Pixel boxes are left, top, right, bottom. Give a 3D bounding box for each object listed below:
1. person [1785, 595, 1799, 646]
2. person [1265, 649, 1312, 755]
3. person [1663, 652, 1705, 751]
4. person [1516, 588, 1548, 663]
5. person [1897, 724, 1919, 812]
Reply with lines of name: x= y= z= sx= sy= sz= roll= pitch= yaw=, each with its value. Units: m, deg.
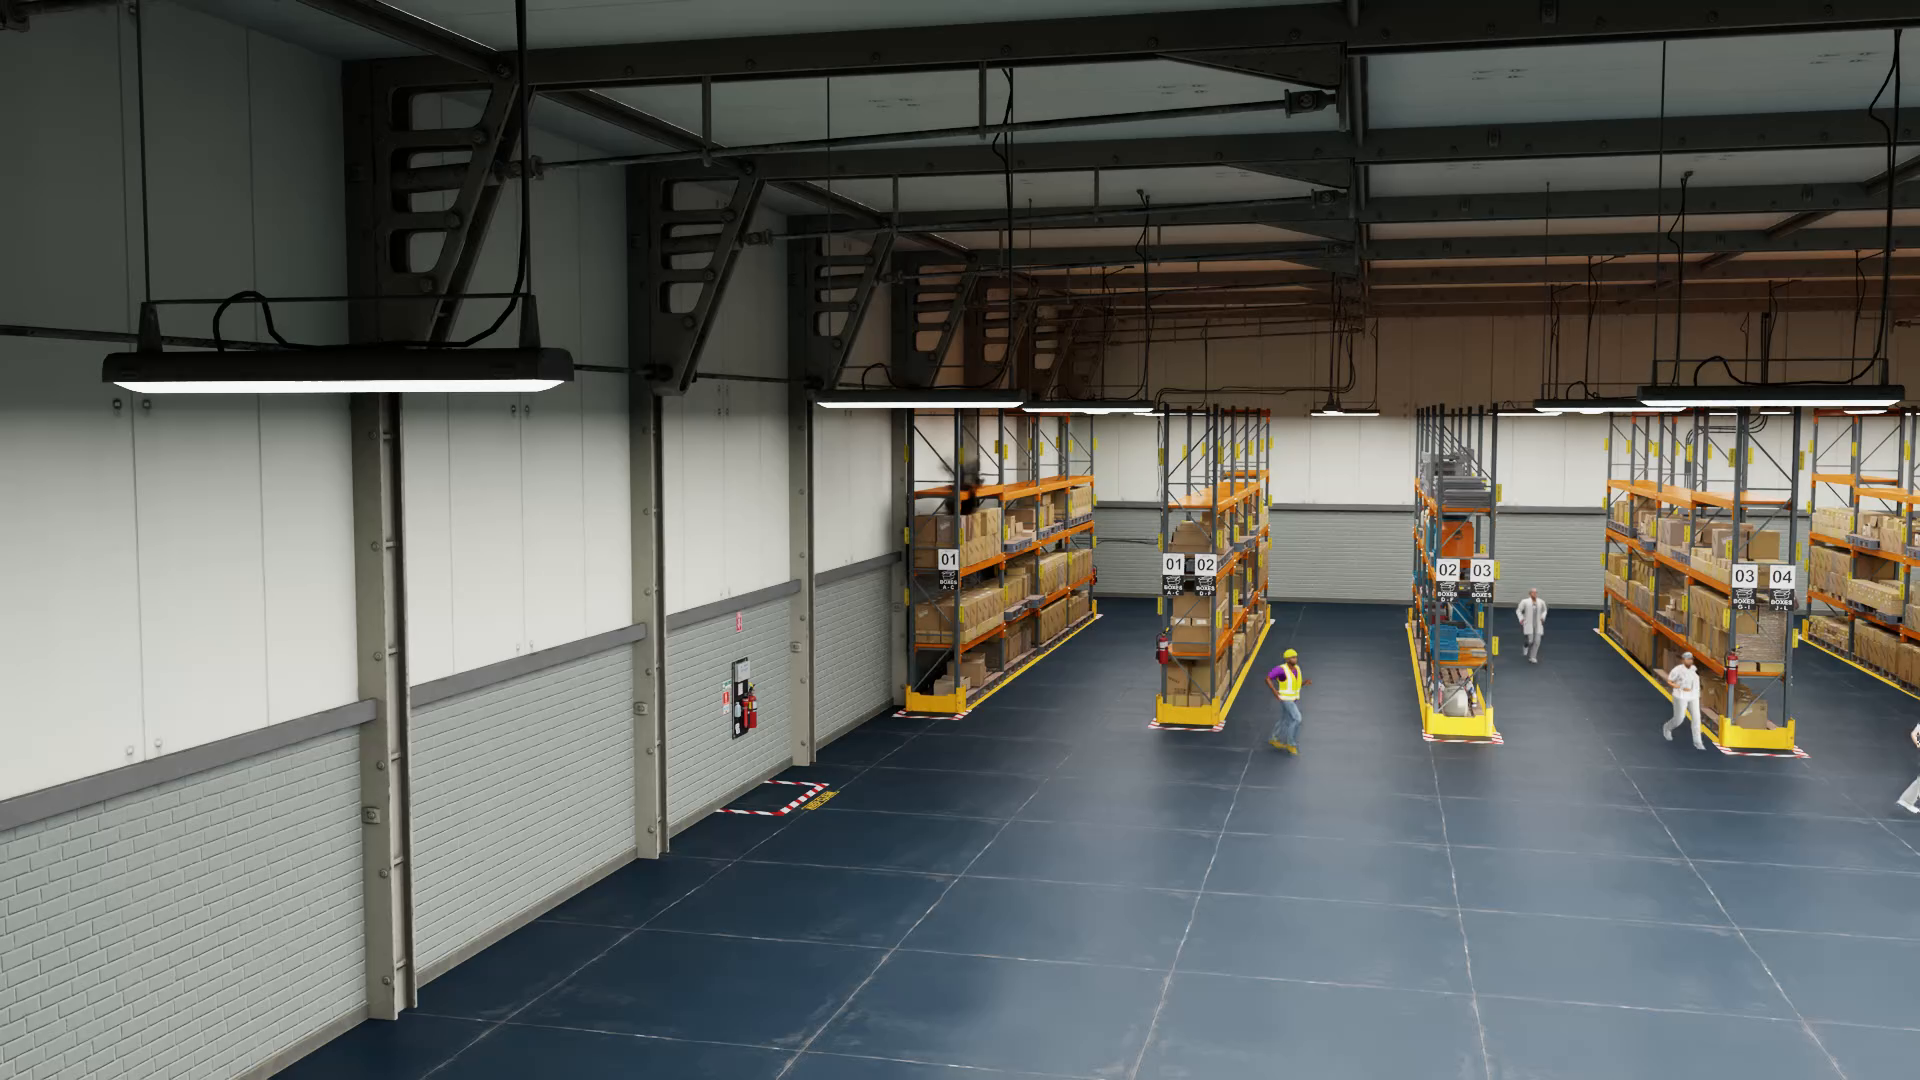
person: x=20.021 y=1.903 z=40.485 sx=0.720 sy=1.745 sz=0.904 roll=1 pitch=4 yaw=15
person: x=5.655 y=2.779 z=28.561 sx=0.765 sy=1.835 sz=0.661 roll=4 pitch=6 yaw=42
person: x=12.647 y=2.776 z=28.995 sx=0.638 sy=1.669 sz=0.896 roll=0 pitch=4 yaw=-6
person: x=13.525 y=2.004 z=39.295 sx=0.715 sy=1.737 sz=0.657 roll=0 pitch=4 yaw=3
person: x=13.864 y=3.146 z=23.735 sx=0.830 sy=1.715 sz=0.541 roll=3 pitch=5 yaw=39
